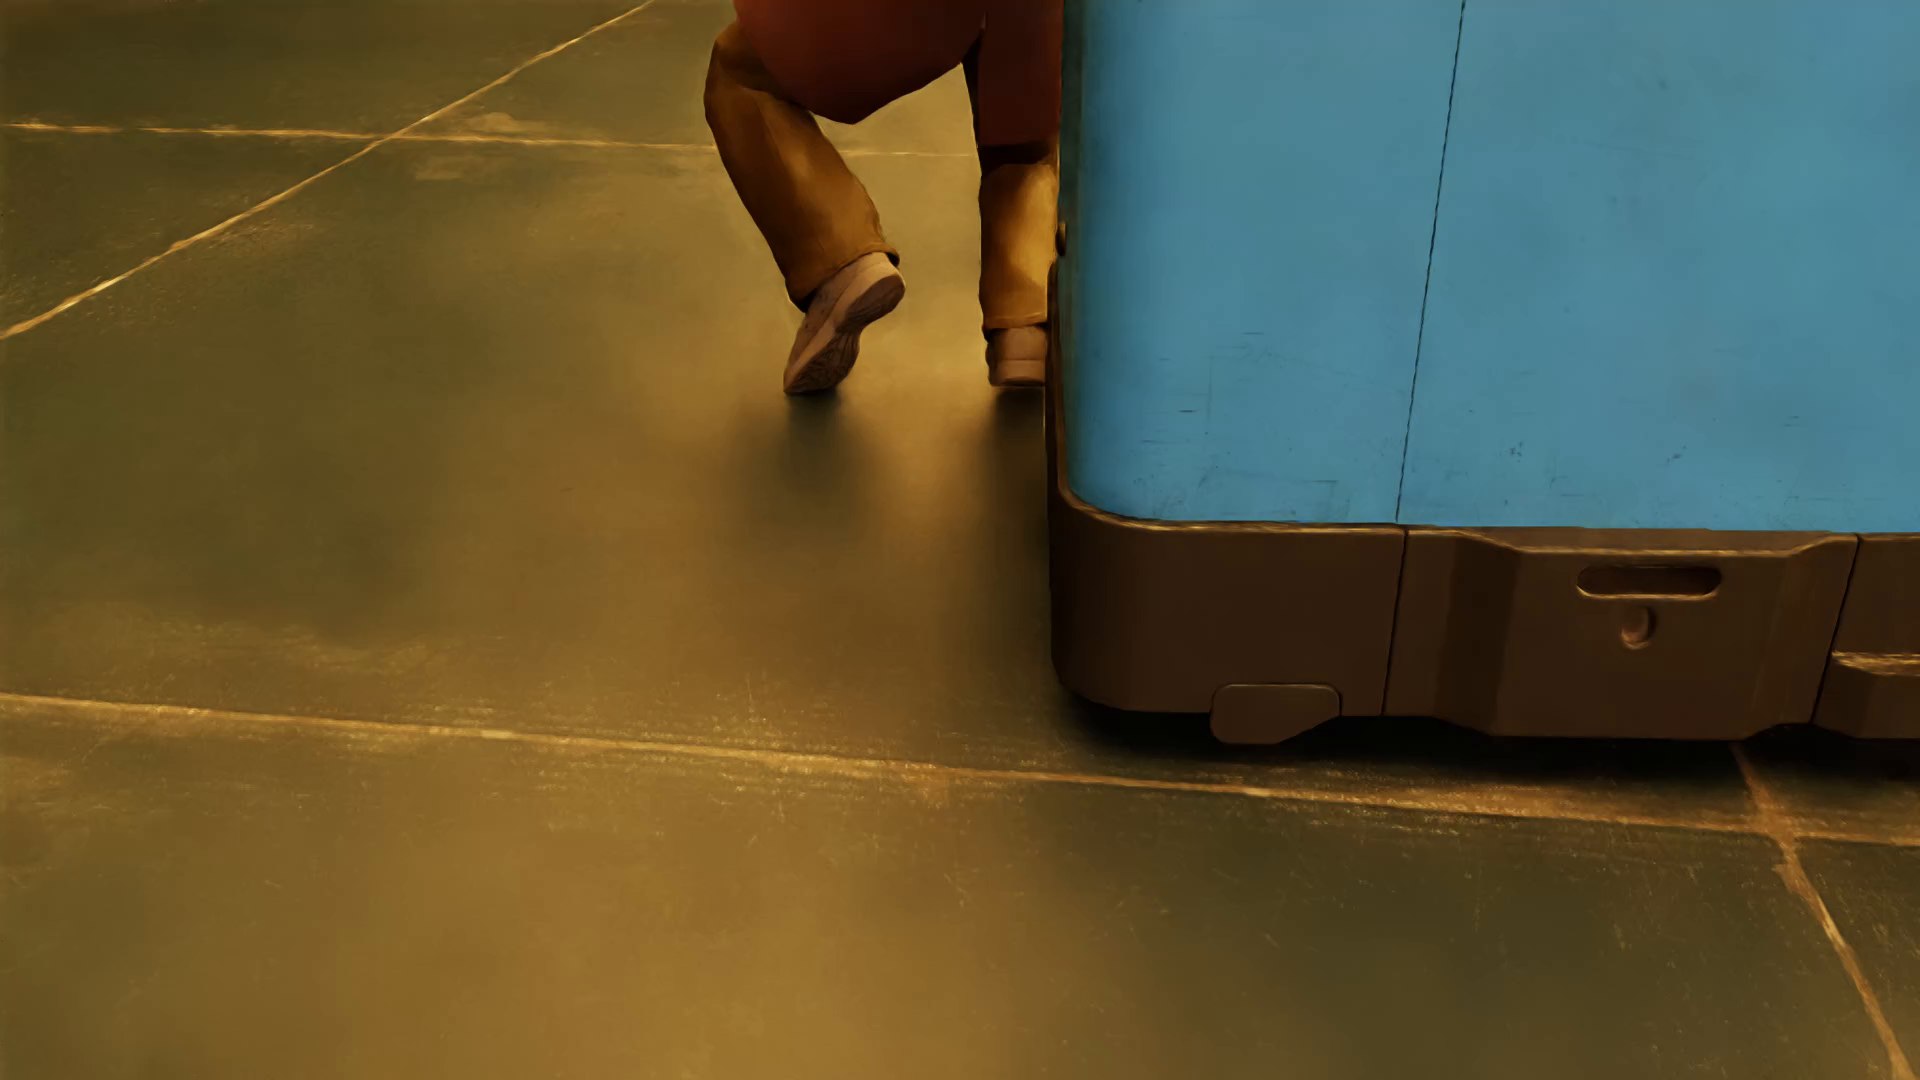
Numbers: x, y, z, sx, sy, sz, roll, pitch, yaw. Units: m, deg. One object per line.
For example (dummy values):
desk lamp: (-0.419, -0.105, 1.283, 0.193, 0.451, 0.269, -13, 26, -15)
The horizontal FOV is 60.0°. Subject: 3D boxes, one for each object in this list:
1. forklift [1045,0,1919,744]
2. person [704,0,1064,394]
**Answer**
forklift: (1.643, -1.259, 1.740, 3.031, 2.935, 1.130, 1, 27, 2)
person: (-0.157, -1.004, 2.642, 1.104, 1.728, 0.805, -8, 28, -16)
